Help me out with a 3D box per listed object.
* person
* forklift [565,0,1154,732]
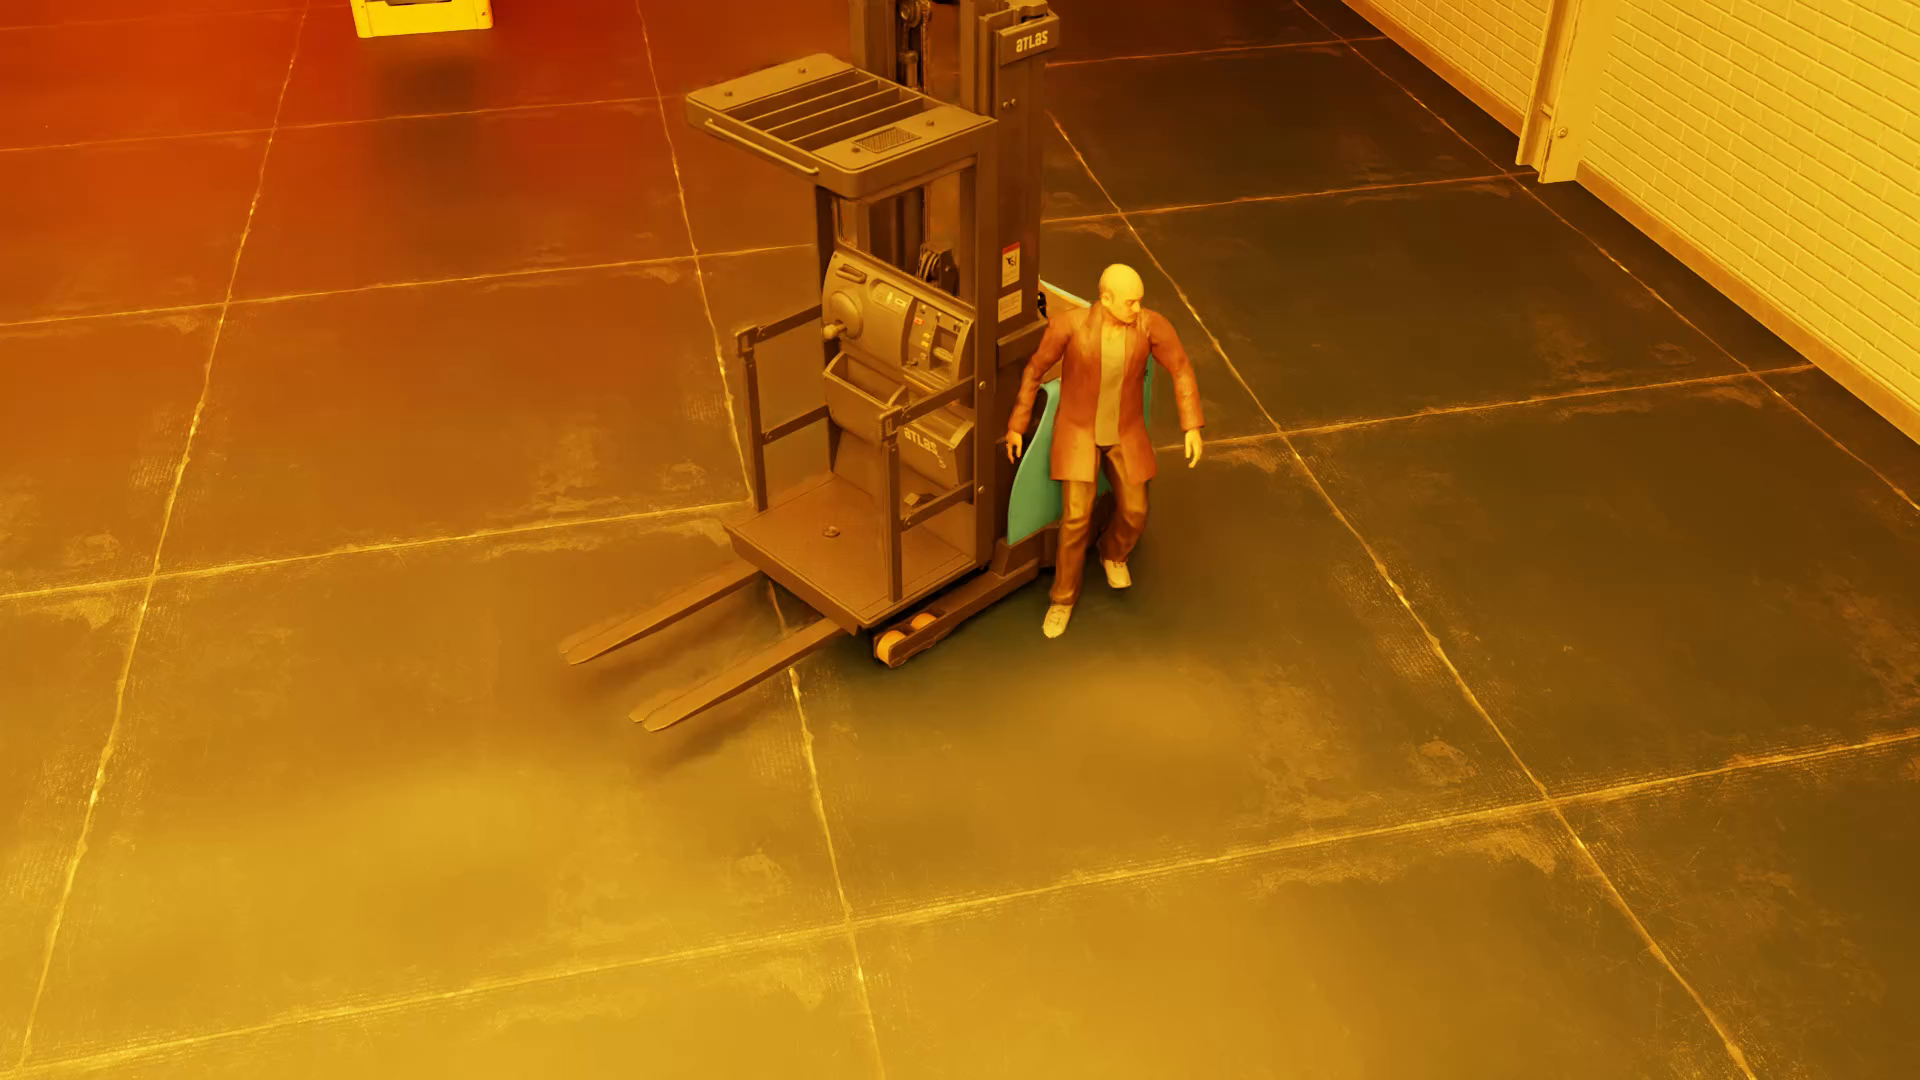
[{"bbox_3d":[0.674,-0.410,7.725,0.912,1.756,0.669,-6,36,-8],"label":"person"},{"bbox_3d":[-0.443,-0.944,7.362,3.031,2.935,1.130,-29,45,-34],"label":"forklift"}]
